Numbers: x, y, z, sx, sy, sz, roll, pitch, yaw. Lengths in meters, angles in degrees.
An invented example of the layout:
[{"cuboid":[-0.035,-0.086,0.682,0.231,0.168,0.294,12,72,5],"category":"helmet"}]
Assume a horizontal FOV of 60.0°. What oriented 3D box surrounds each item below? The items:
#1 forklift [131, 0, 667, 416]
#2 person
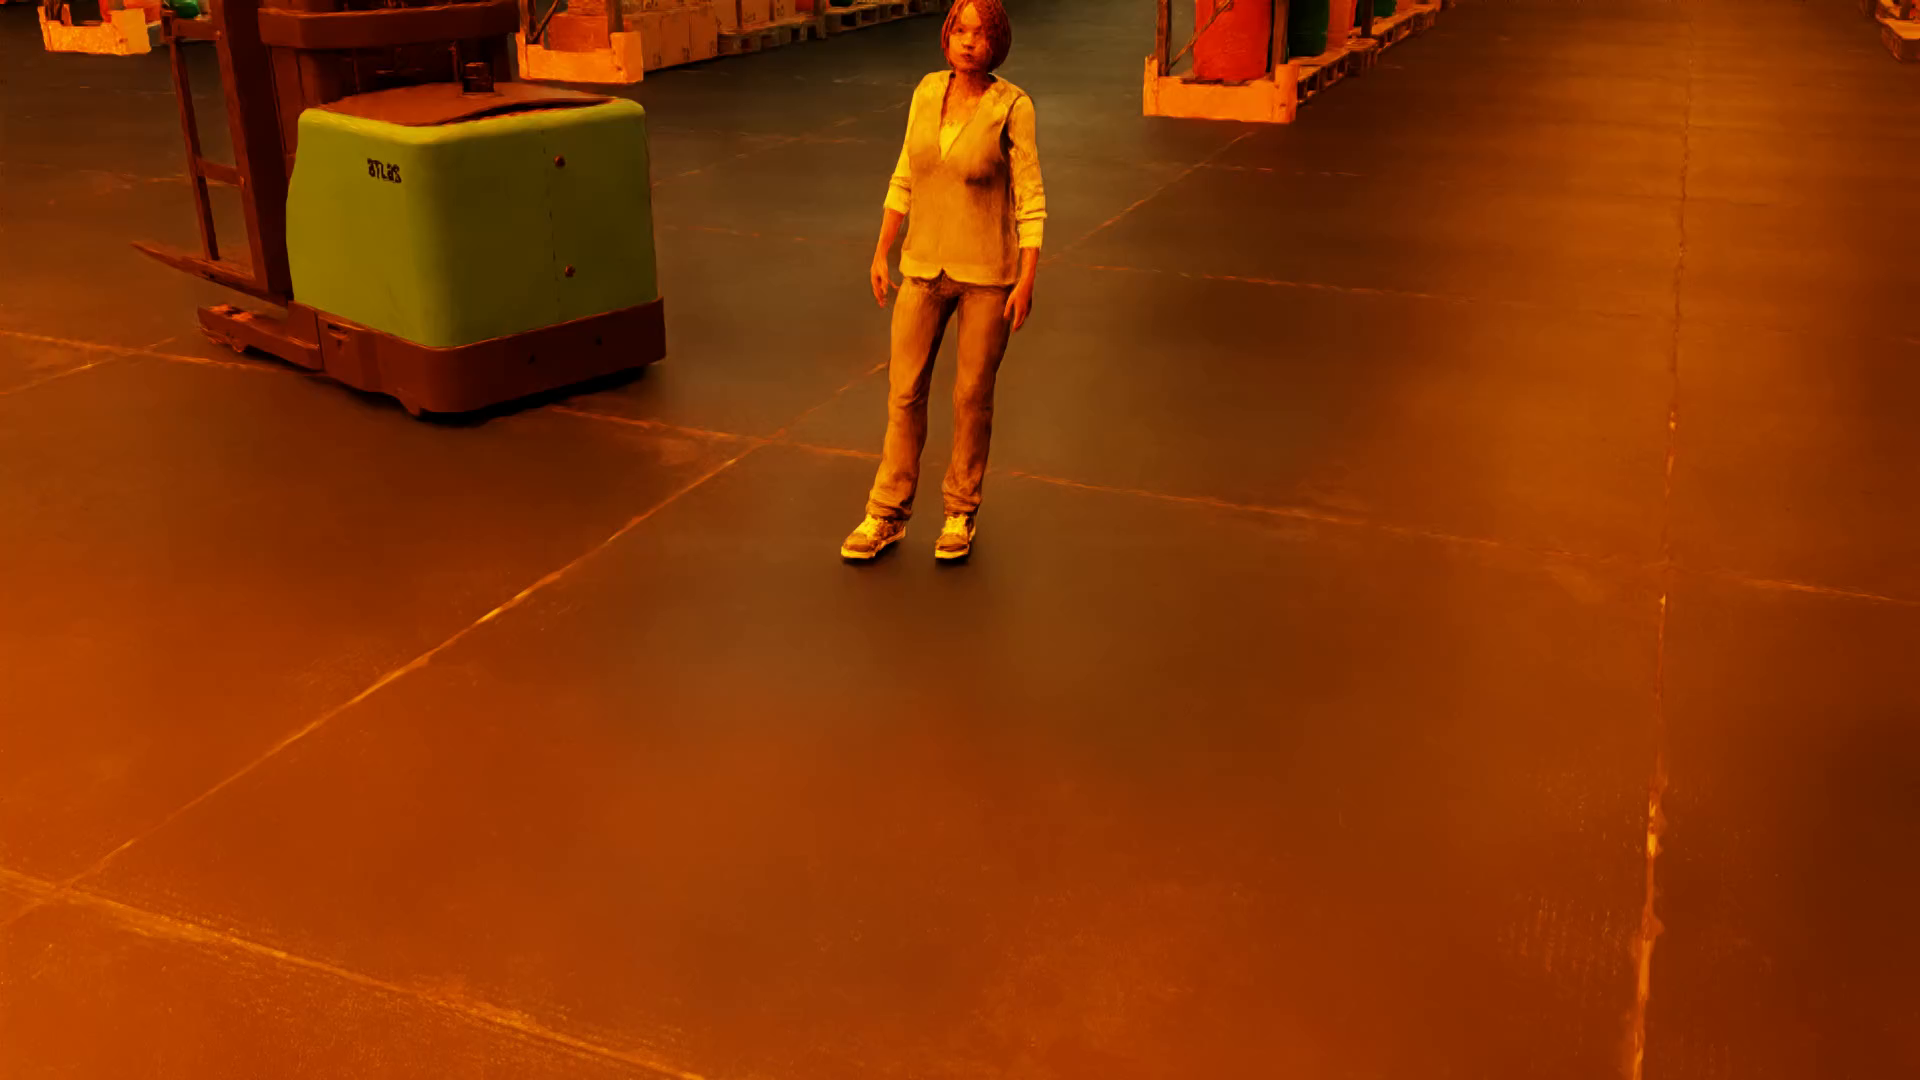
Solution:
[{"cuboid":[-2.606,-2.270,6.722,3.031,2.935,1.130,19,30,38],"category":"forklift"},{"cuboid":[-0.041,-0.719,4.724,0.521,1.597,0.474,9,24,21],"category":"person"}]
